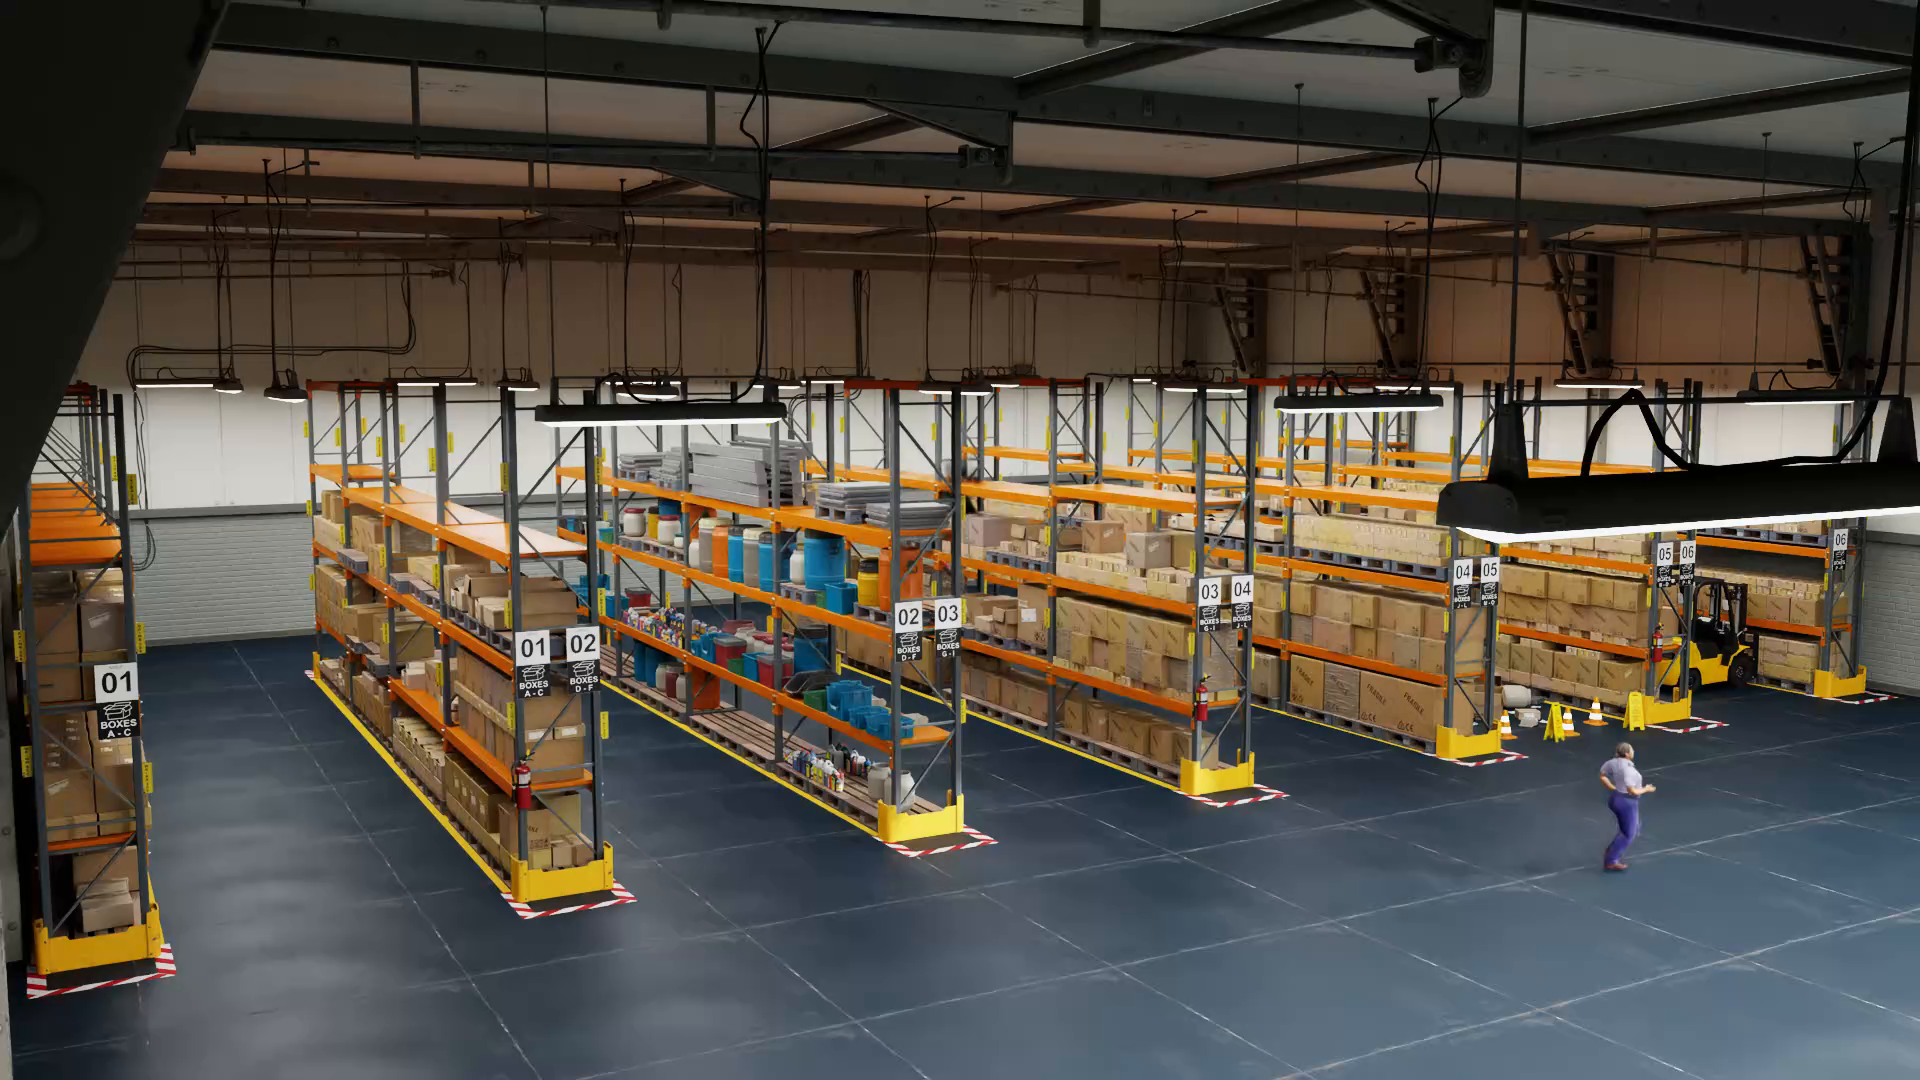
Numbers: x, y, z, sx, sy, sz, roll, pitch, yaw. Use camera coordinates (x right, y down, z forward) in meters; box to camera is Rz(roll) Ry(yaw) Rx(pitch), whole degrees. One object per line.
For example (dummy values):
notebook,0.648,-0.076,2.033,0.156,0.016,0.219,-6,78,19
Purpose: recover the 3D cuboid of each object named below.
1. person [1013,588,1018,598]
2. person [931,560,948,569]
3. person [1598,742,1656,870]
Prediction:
person,1.502,1.100,42.086,0.582,1.527,0.804,-4,7,-34
person,-0.591,1.131,41.147,0.678,1.734,0.655,4,7,32
person,8.347,3.318,20.788,0.590,1.627,0.589,0,6,-2
